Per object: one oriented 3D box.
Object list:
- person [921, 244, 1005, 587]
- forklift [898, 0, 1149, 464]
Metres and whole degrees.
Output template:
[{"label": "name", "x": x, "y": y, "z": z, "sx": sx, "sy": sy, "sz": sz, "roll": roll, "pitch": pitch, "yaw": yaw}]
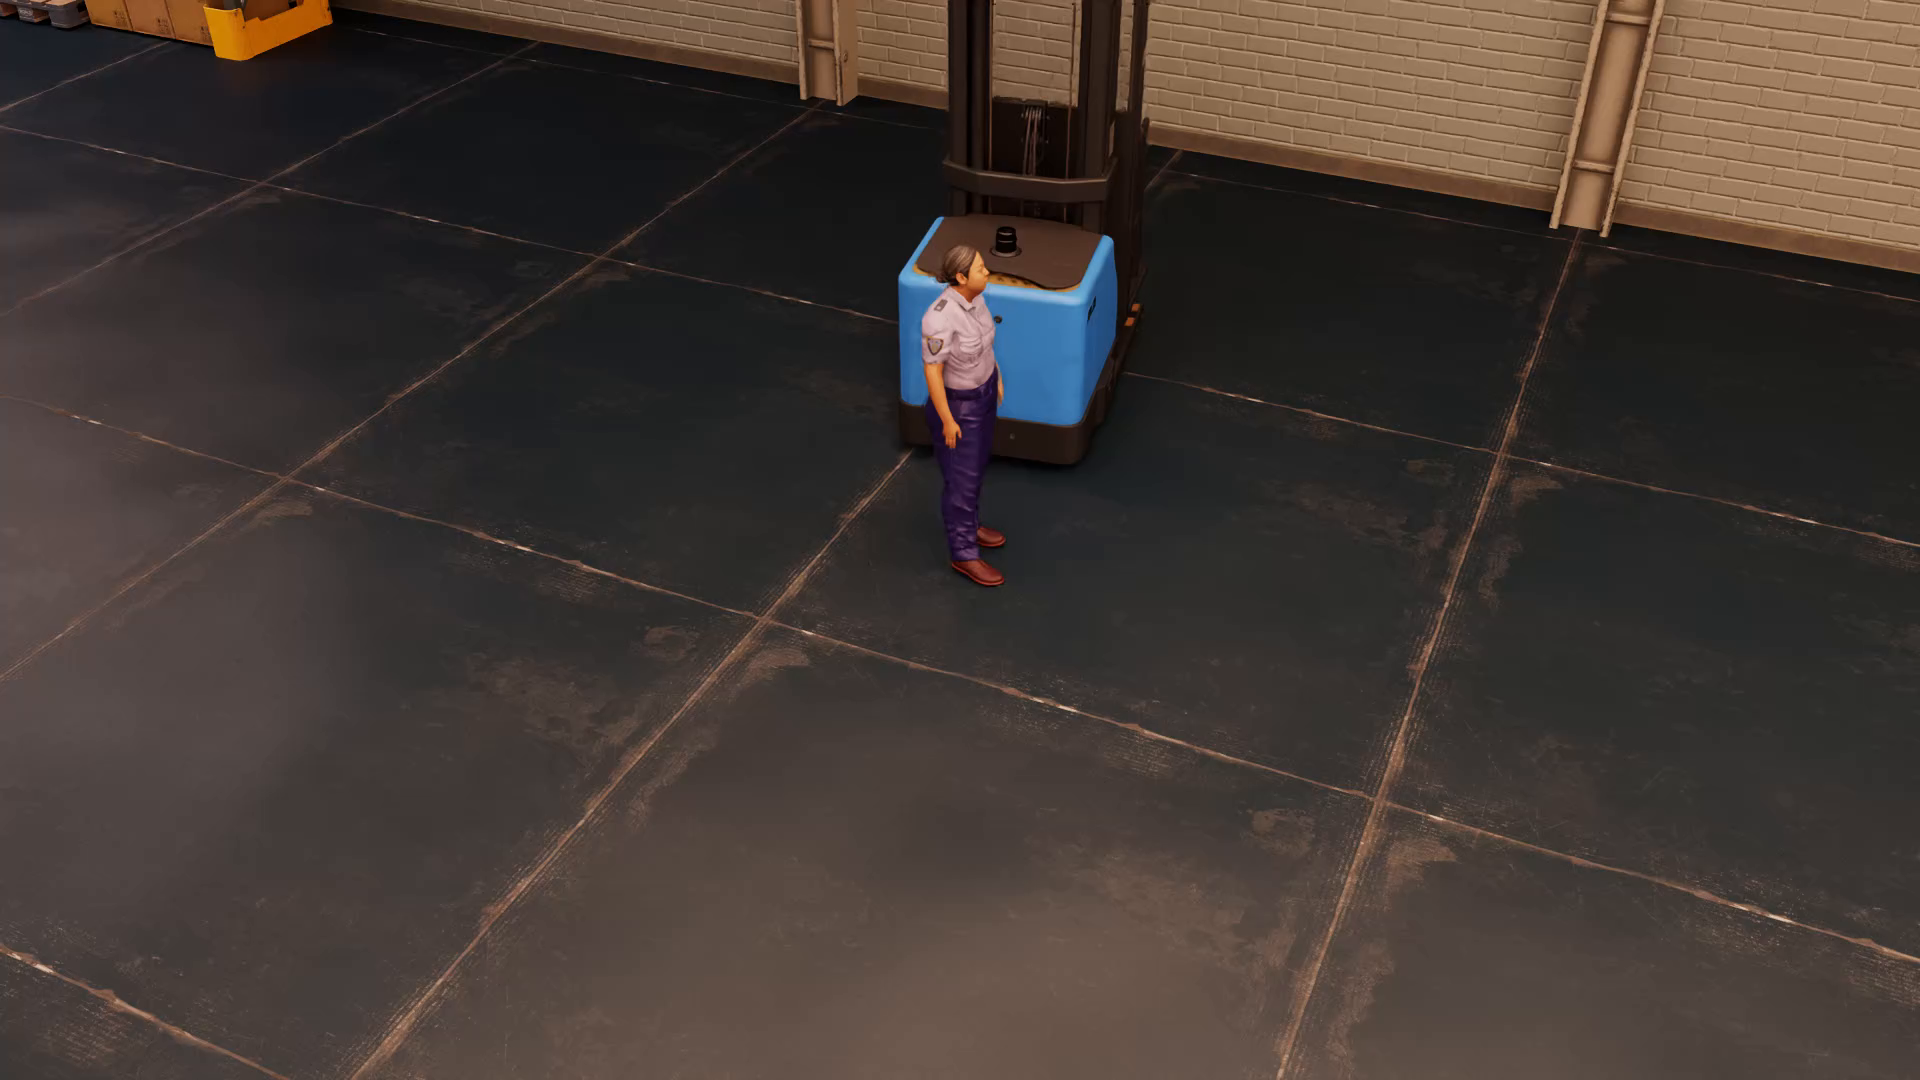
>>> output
[{"label": "person", "x": 0.091, "y": -0.641, "z": 8.090, "sx": 0.484, "sy": 1.654, "sz": 0.610, "roll": 14, "pitch": 38, "yaw": 19}, {"label": "forklift", "x": 0.536, "y": -2.460, "z": 9.535, "sx": 1.130, "sy": 2.935, "sz": 3.031, "roll": 9, "pitch": 36, "yaw": 12}]
